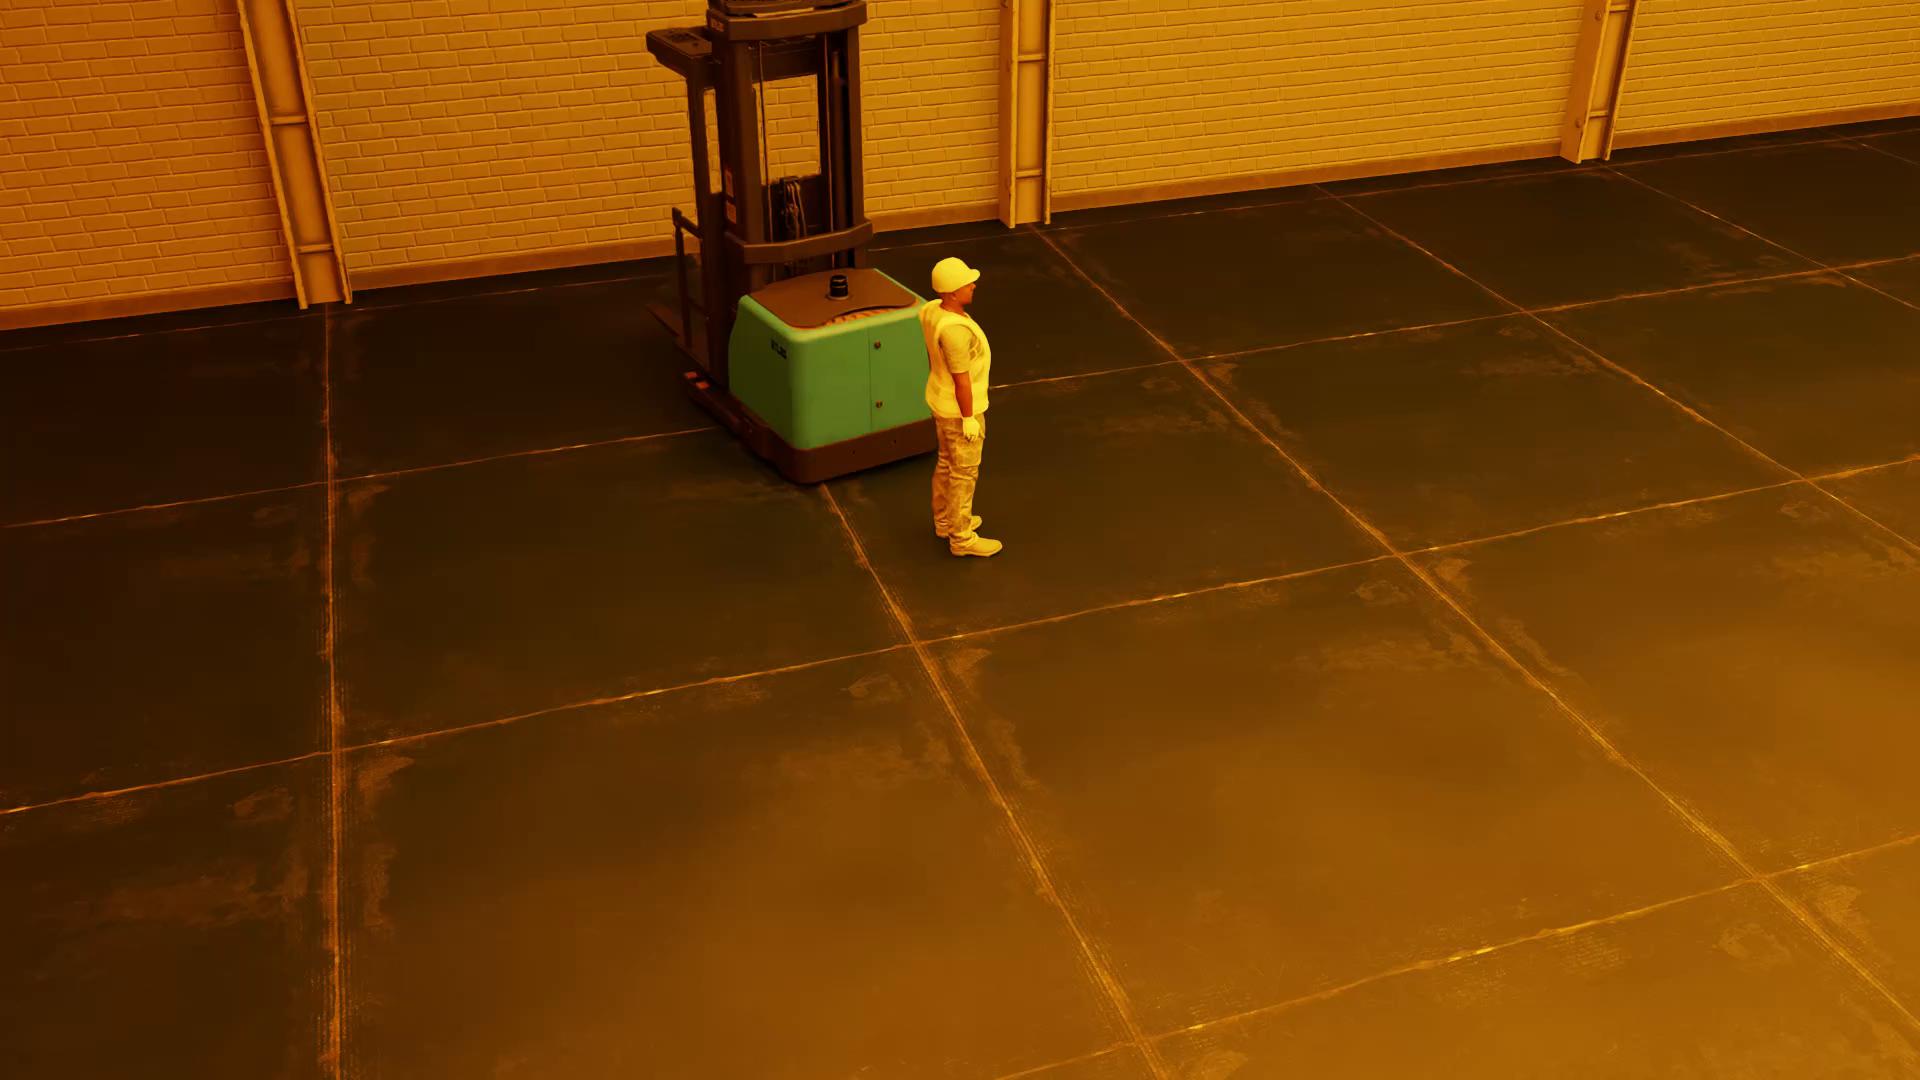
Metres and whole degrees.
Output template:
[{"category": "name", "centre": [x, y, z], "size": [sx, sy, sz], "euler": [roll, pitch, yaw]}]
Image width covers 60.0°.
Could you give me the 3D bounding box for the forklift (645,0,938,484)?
[{"category": "forklift", "centre": [-1.340, -2.325, 11.129], "size": [1.130, 2.935, 3.031], "euler": [-17, 34, -27]}]

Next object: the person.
[{"category": "person", "centre": [0.001, -0.775, 9.584], "size": [0.387, 1.789, 0.543], "euler": [-10, 31, -16]}]
